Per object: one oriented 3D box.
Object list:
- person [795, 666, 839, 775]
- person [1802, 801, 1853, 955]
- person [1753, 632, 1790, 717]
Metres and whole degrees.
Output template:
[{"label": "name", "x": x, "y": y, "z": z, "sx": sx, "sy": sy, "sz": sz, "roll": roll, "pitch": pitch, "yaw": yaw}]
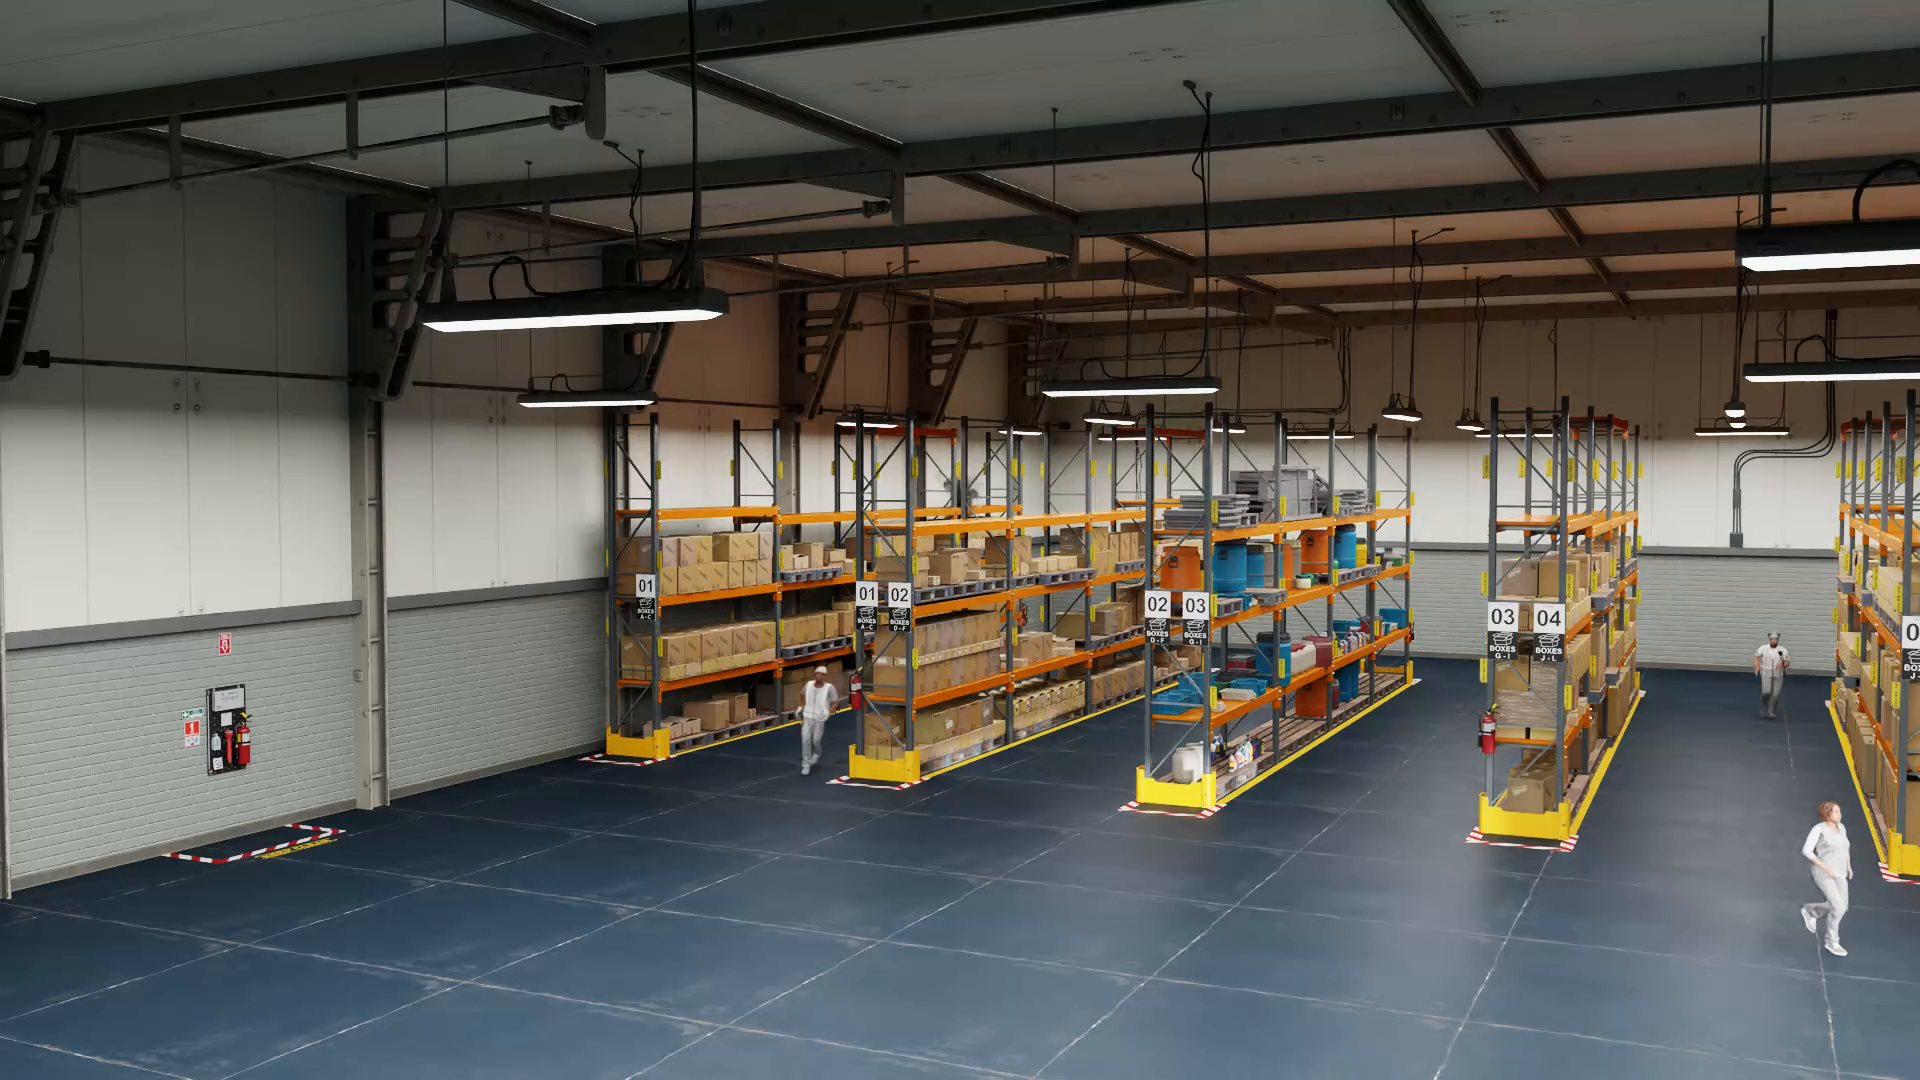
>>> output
[{"label": "person", "x": -2.366, "y": 2.966, "z": 27.617, "sx": 0.721, "sy": 1.756, "sz": 0.795, "roll": 0, "pitch": 2, "yaw": 7}, {"label": "person", "x": 9.019, "y": 3.492, "z": 17.370, "sx": 0.557, "sy": 1.566, "sz": 0.609, "roll": -1, "pitch": 3, "yaw": -22}, {"label": "person", "x": 16.326, "y": 2.711, "z": 33.425, "sx": 0.645, "sy": 1.744, "sz": 0.632, "roll": 1, "pitch": 3, "yaw": 20}]
